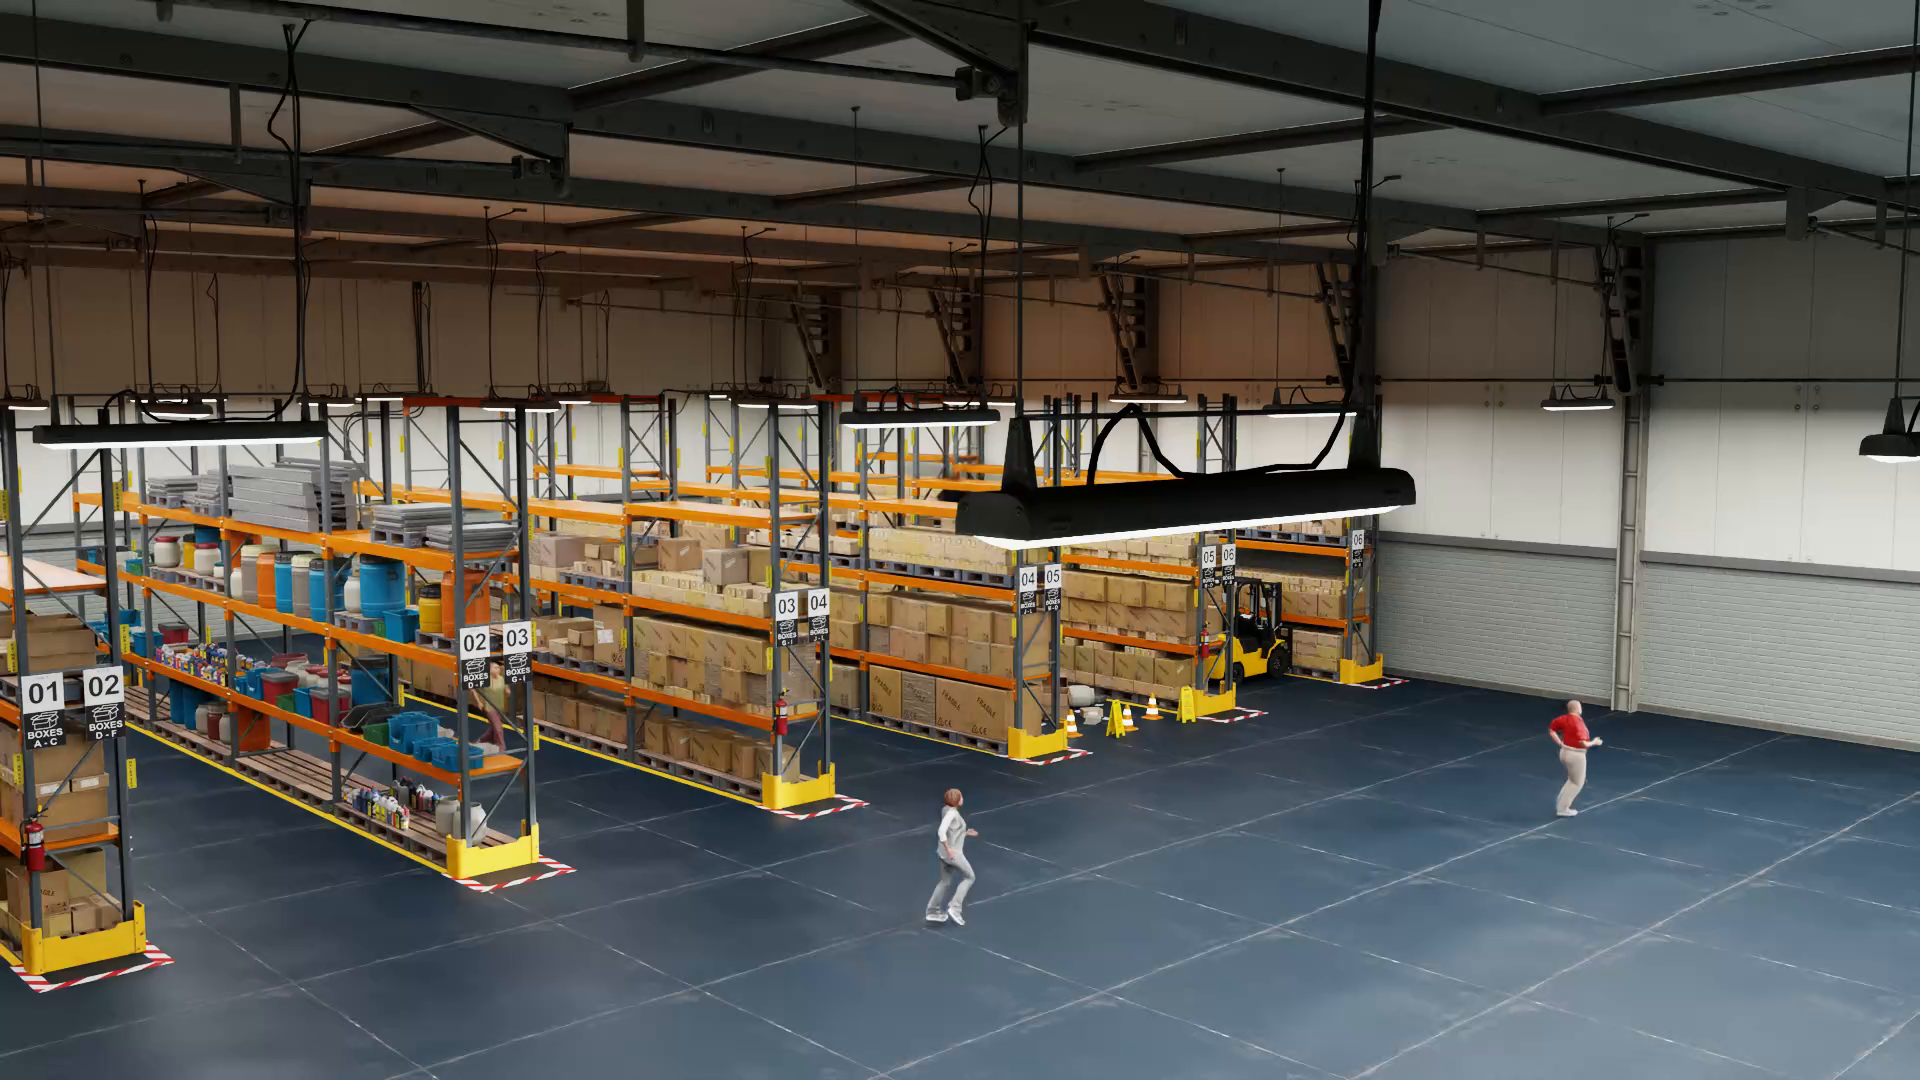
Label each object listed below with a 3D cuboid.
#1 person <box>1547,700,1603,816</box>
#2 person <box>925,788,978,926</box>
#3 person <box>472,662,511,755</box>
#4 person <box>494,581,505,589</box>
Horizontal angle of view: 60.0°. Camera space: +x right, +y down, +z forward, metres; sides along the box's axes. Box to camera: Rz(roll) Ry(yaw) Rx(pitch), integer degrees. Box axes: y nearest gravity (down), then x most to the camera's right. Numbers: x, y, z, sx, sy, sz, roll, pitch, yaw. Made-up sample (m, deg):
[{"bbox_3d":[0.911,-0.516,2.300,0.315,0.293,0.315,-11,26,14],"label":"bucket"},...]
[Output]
[{"bbox_3d":[8.951,3.156,24.129,0.645,1.705,0.640,-1,6,-12],"label":"person"},{"bbox_3d":[-0.088,3.677,19.336,0.676,1.608,0.529,-2,6,-20],"label":"person"},{"bbox_3d":[-7.727,2.812,27.559,0.941,1.653,0.575,4,7,38],"label":"person"},{"bbox_3d":[-10.606,1.796,38.183,0.704,1.703,0.561,-2,6,-20],"label":"person"}]
